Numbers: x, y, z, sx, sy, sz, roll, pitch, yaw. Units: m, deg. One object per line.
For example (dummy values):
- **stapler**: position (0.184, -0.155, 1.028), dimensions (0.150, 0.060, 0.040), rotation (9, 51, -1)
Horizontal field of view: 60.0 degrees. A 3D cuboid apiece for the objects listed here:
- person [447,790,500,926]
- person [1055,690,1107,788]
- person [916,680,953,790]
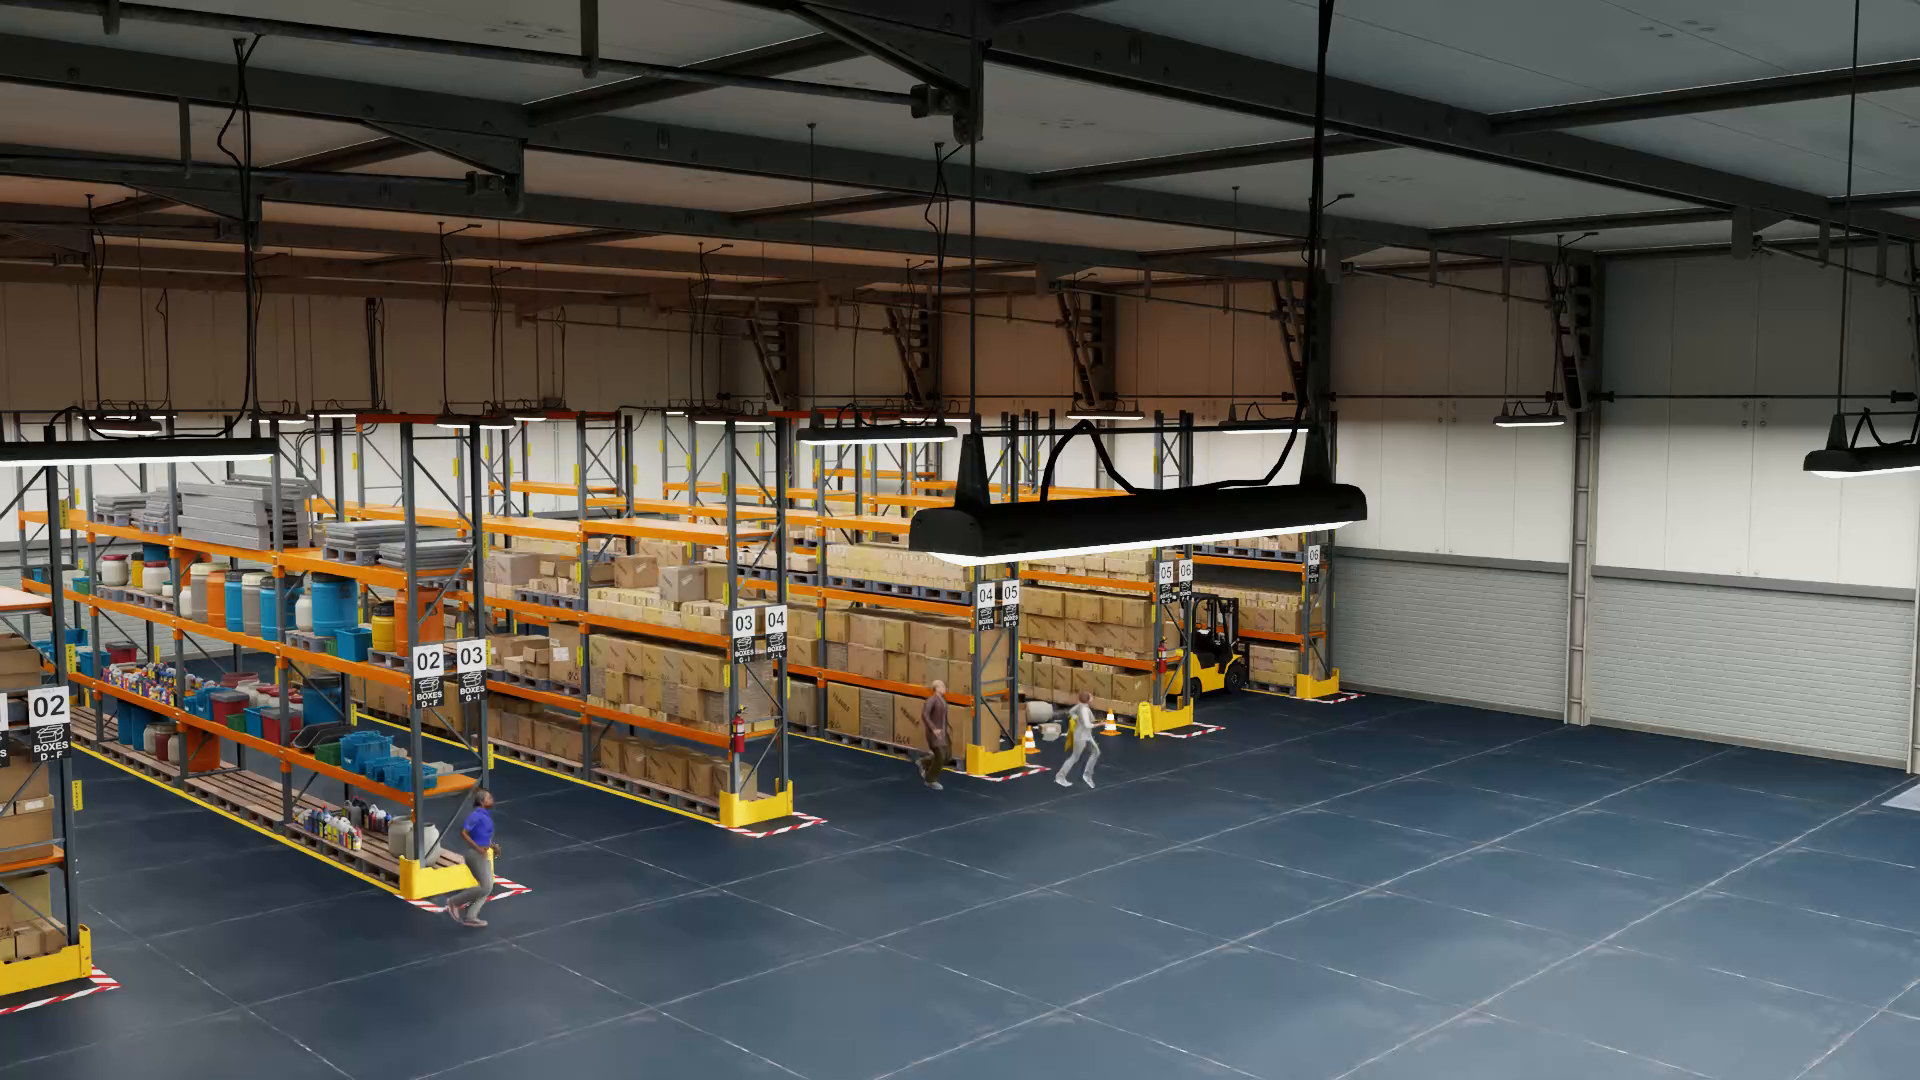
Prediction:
- **person**: position (-5.843, 3.814, 20.035), dimensions (0.571, 1.567, 0.650), rotation (0, 5, -2)
- **person**: position (1.956, 3.210, 26.780), dimensions (0.825, 1.613, 0.550), rotation (0, 5, 5)
- **person**: position (-0.413, 3.140, 27.058), dimensions (0.609, 1.719, 0.759), rotation (2, 5, 26)
